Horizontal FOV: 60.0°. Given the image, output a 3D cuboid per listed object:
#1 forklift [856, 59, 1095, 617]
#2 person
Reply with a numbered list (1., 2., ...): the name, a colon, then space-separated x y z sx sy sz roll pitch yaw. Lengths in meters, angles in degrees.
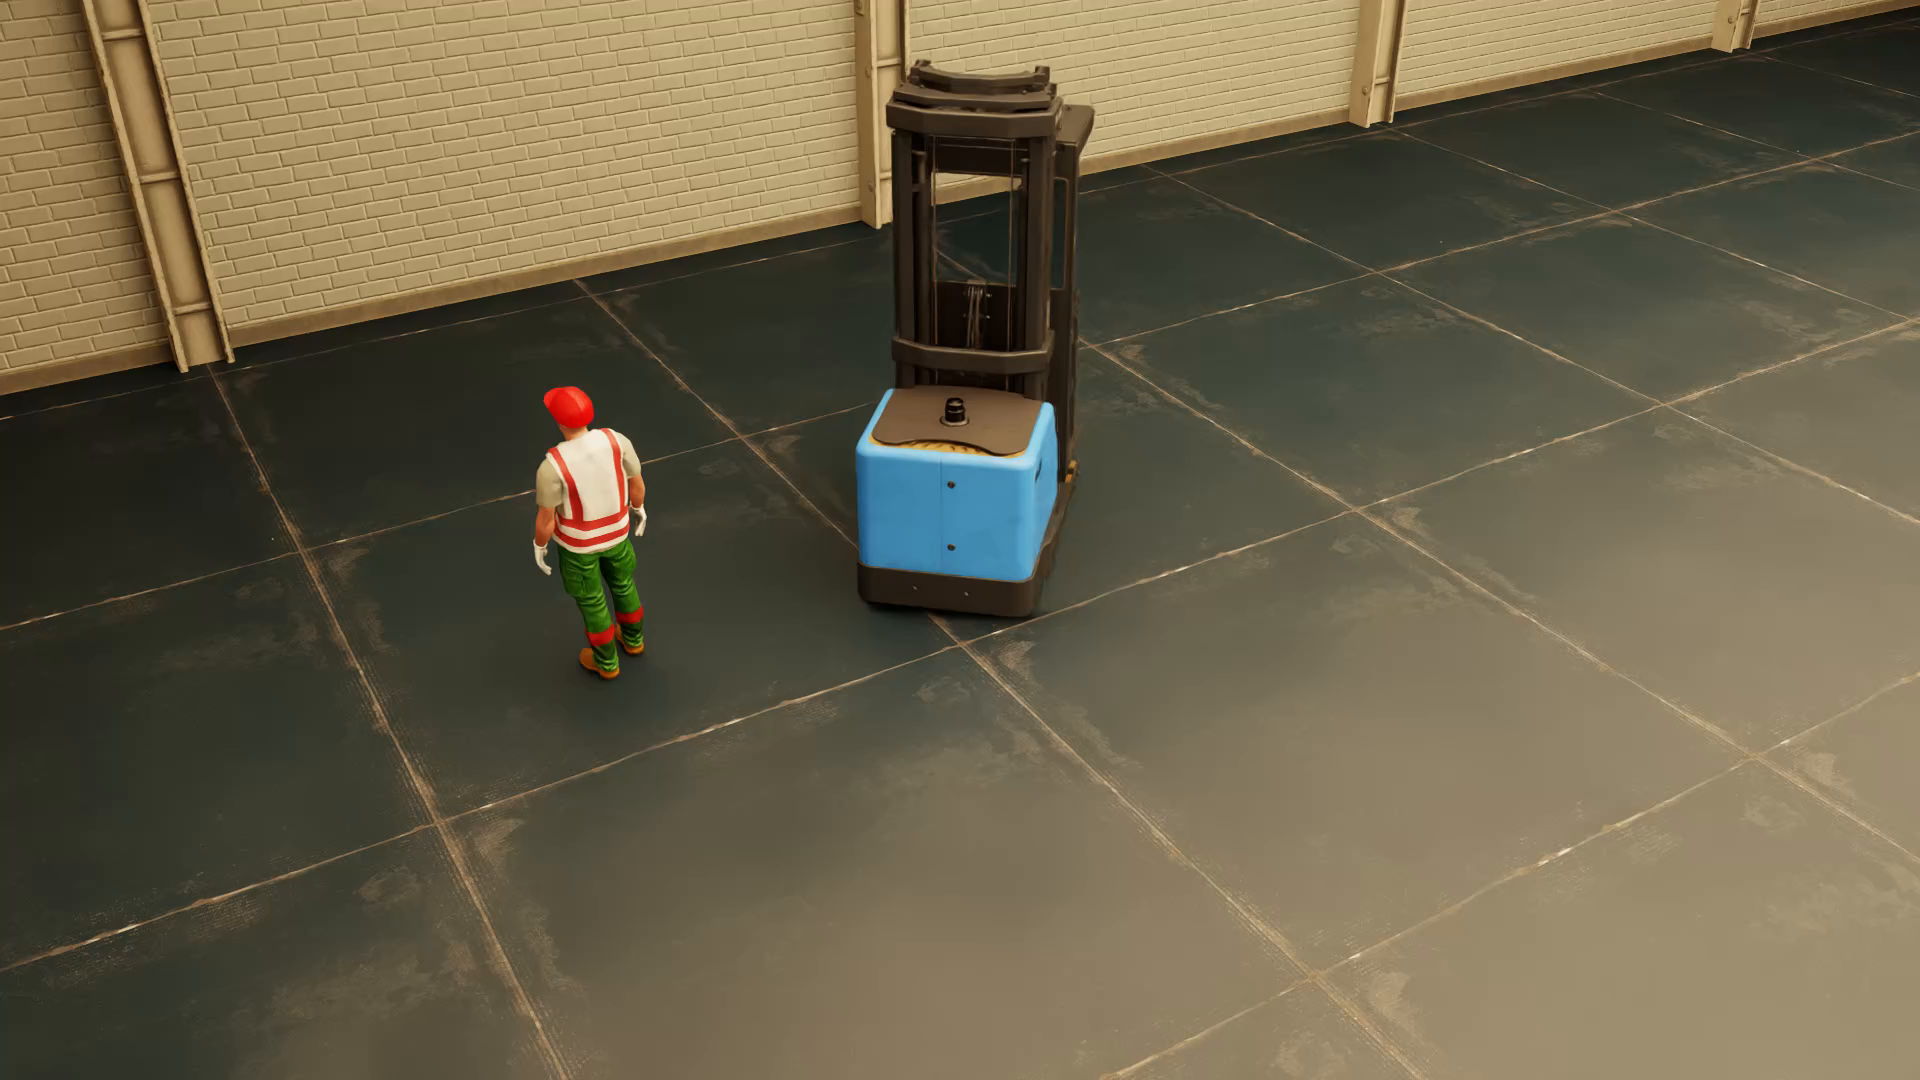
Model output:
1. forklift: 0.193 -1.554 10.242 1.130 2.935 3.031 6 31 10
2. person: -1.989 -0.061 8.848 0.643 1.789 0.565 -21 37 -31
